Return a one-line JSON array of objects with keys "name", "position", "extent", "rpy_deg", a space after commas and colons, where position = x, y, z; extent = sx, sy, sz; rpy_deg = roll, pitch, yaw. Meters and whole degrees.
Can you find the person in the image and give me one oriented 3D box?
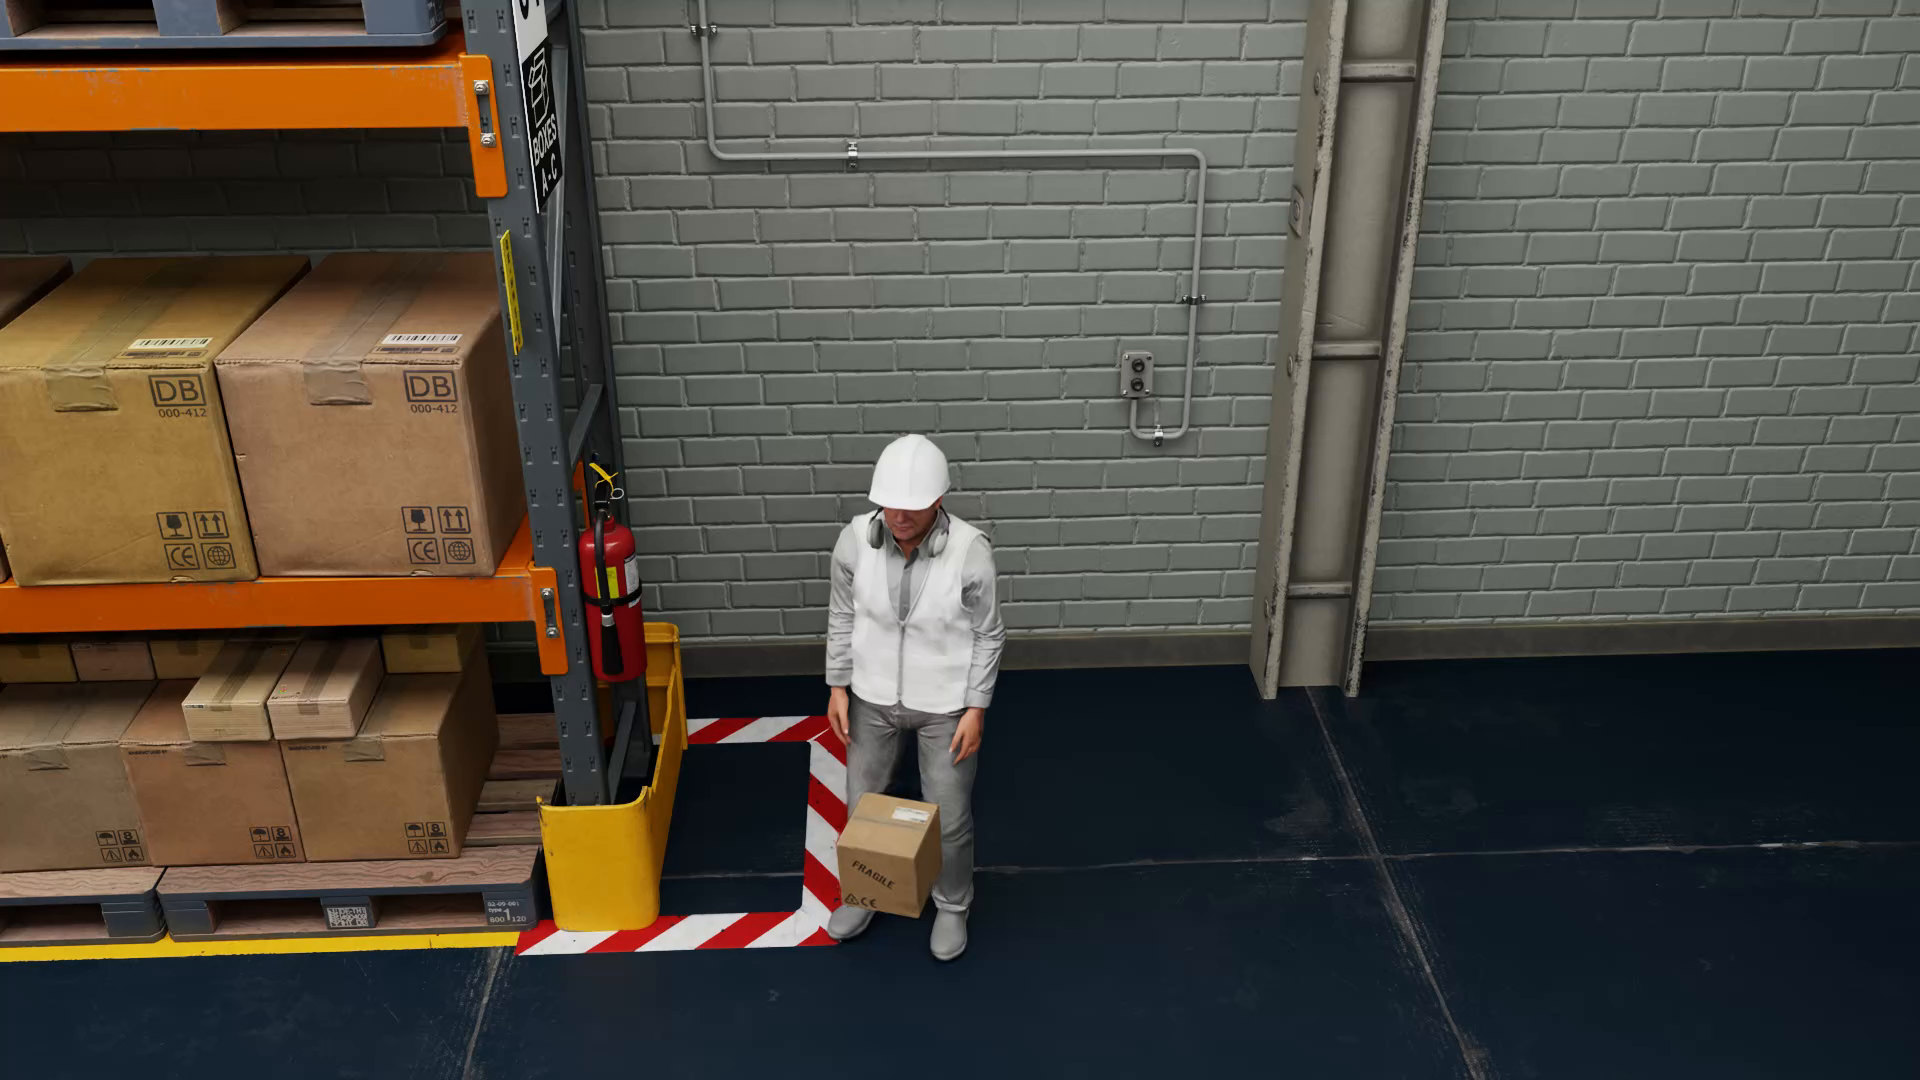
[{"name": "person", "position": [-0.140, 0.479, 5.162], "extent": [0.561, 1.775, 0.435], "rpy_deg": [8, 28, 15]}]
